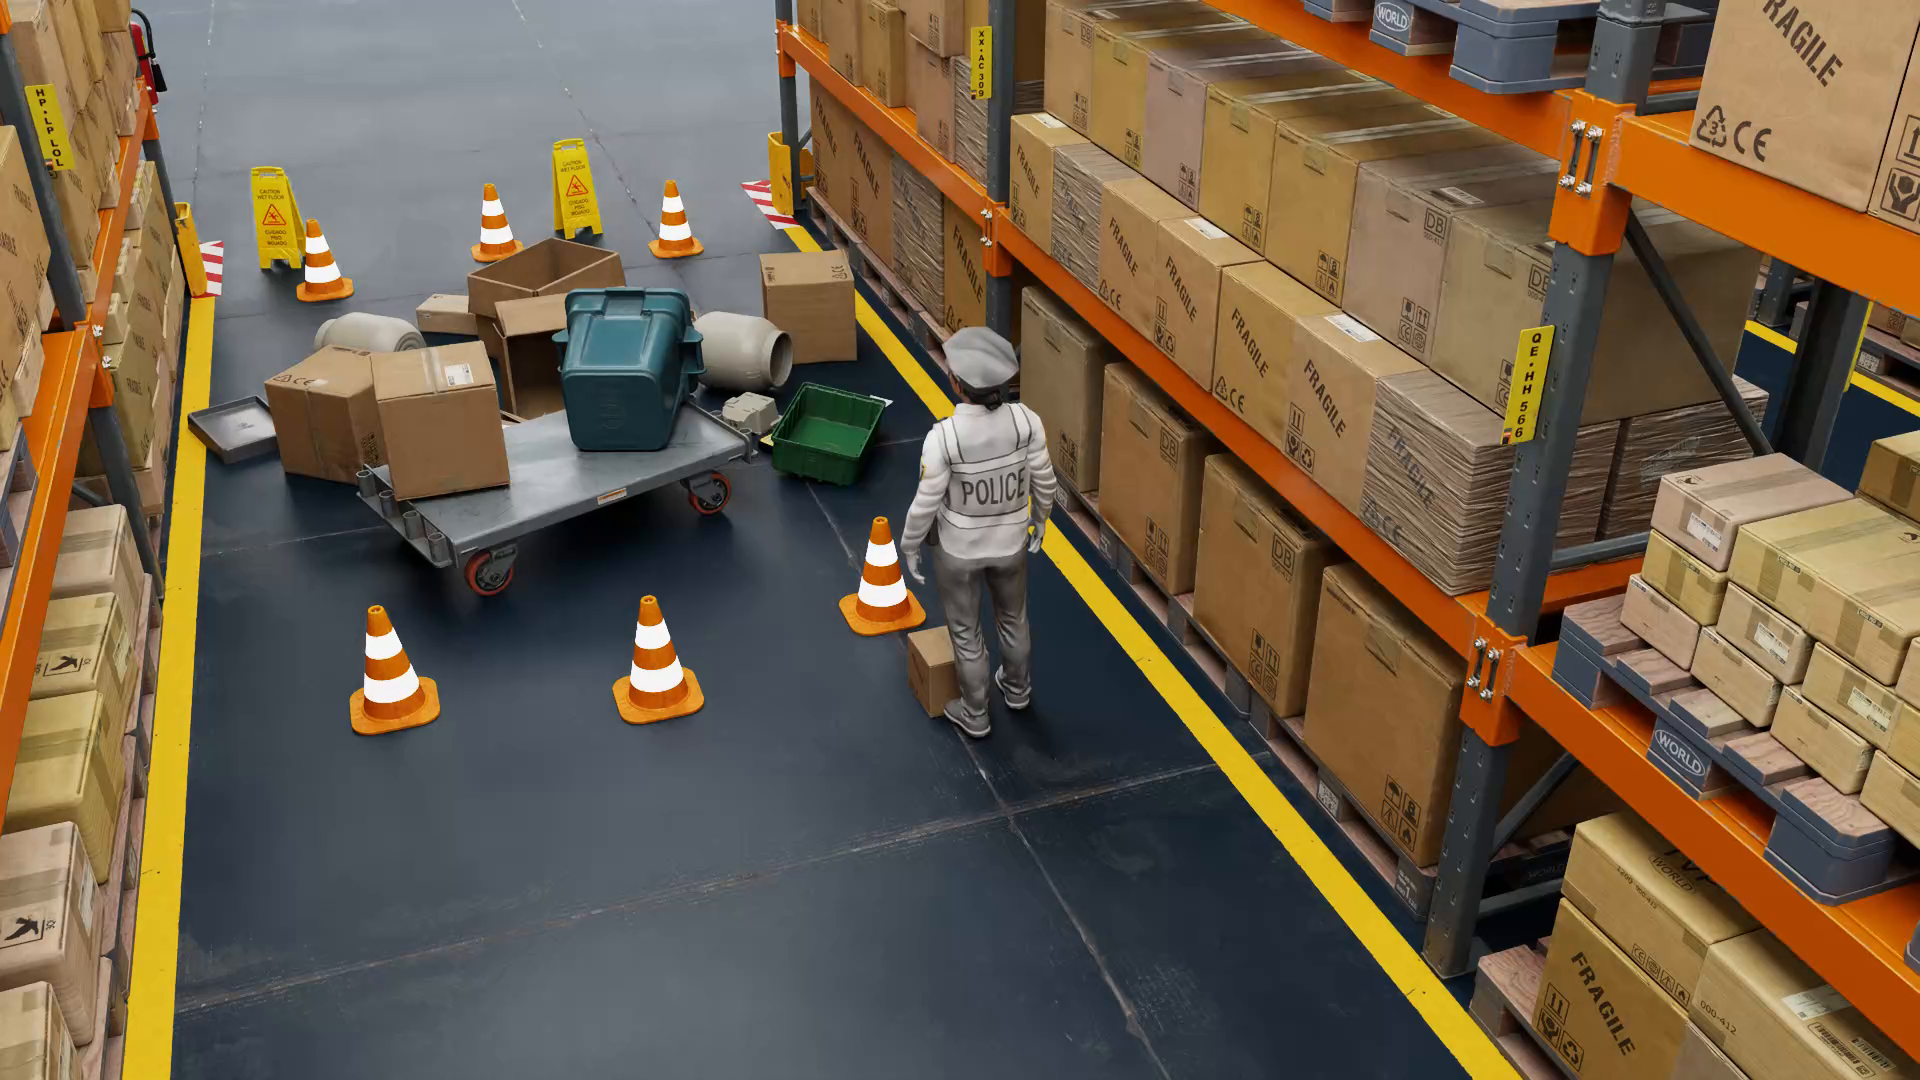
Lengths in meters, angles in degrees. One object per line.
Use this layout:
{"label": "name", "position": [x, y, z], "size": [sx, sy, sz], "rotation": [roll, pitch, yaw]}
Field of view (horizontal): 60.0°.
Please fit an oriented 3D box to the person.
{"label": "person", "position": [0.051, -0.024, 6.119], "size": [0.587, 1.696, 0.533], "rotation": [-10, 32, -17]}
